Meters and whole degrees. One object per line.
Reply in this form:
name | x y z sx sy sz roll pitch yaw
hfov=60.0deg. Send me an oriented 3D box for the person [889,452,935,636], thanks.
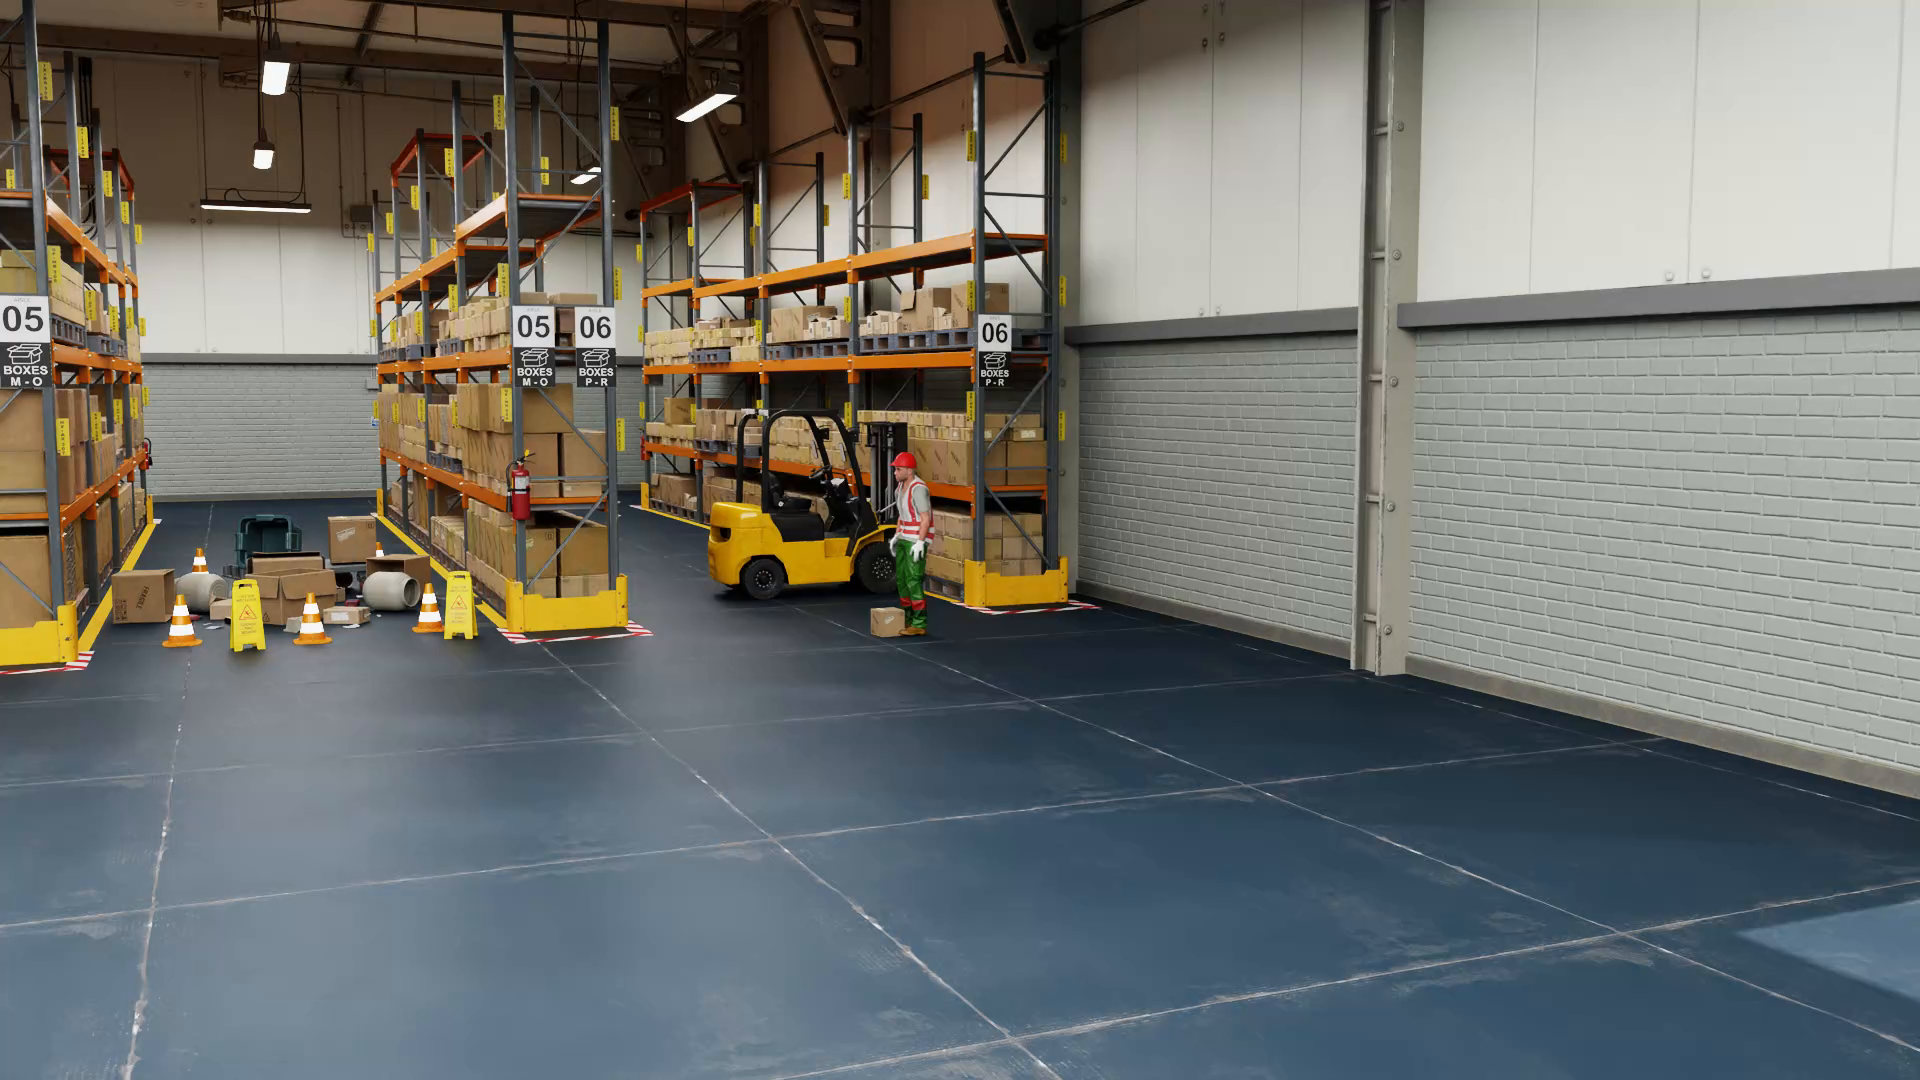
person | -0.495 0.034 16.246 0.446 1.780 0.613 -3 6 -26
